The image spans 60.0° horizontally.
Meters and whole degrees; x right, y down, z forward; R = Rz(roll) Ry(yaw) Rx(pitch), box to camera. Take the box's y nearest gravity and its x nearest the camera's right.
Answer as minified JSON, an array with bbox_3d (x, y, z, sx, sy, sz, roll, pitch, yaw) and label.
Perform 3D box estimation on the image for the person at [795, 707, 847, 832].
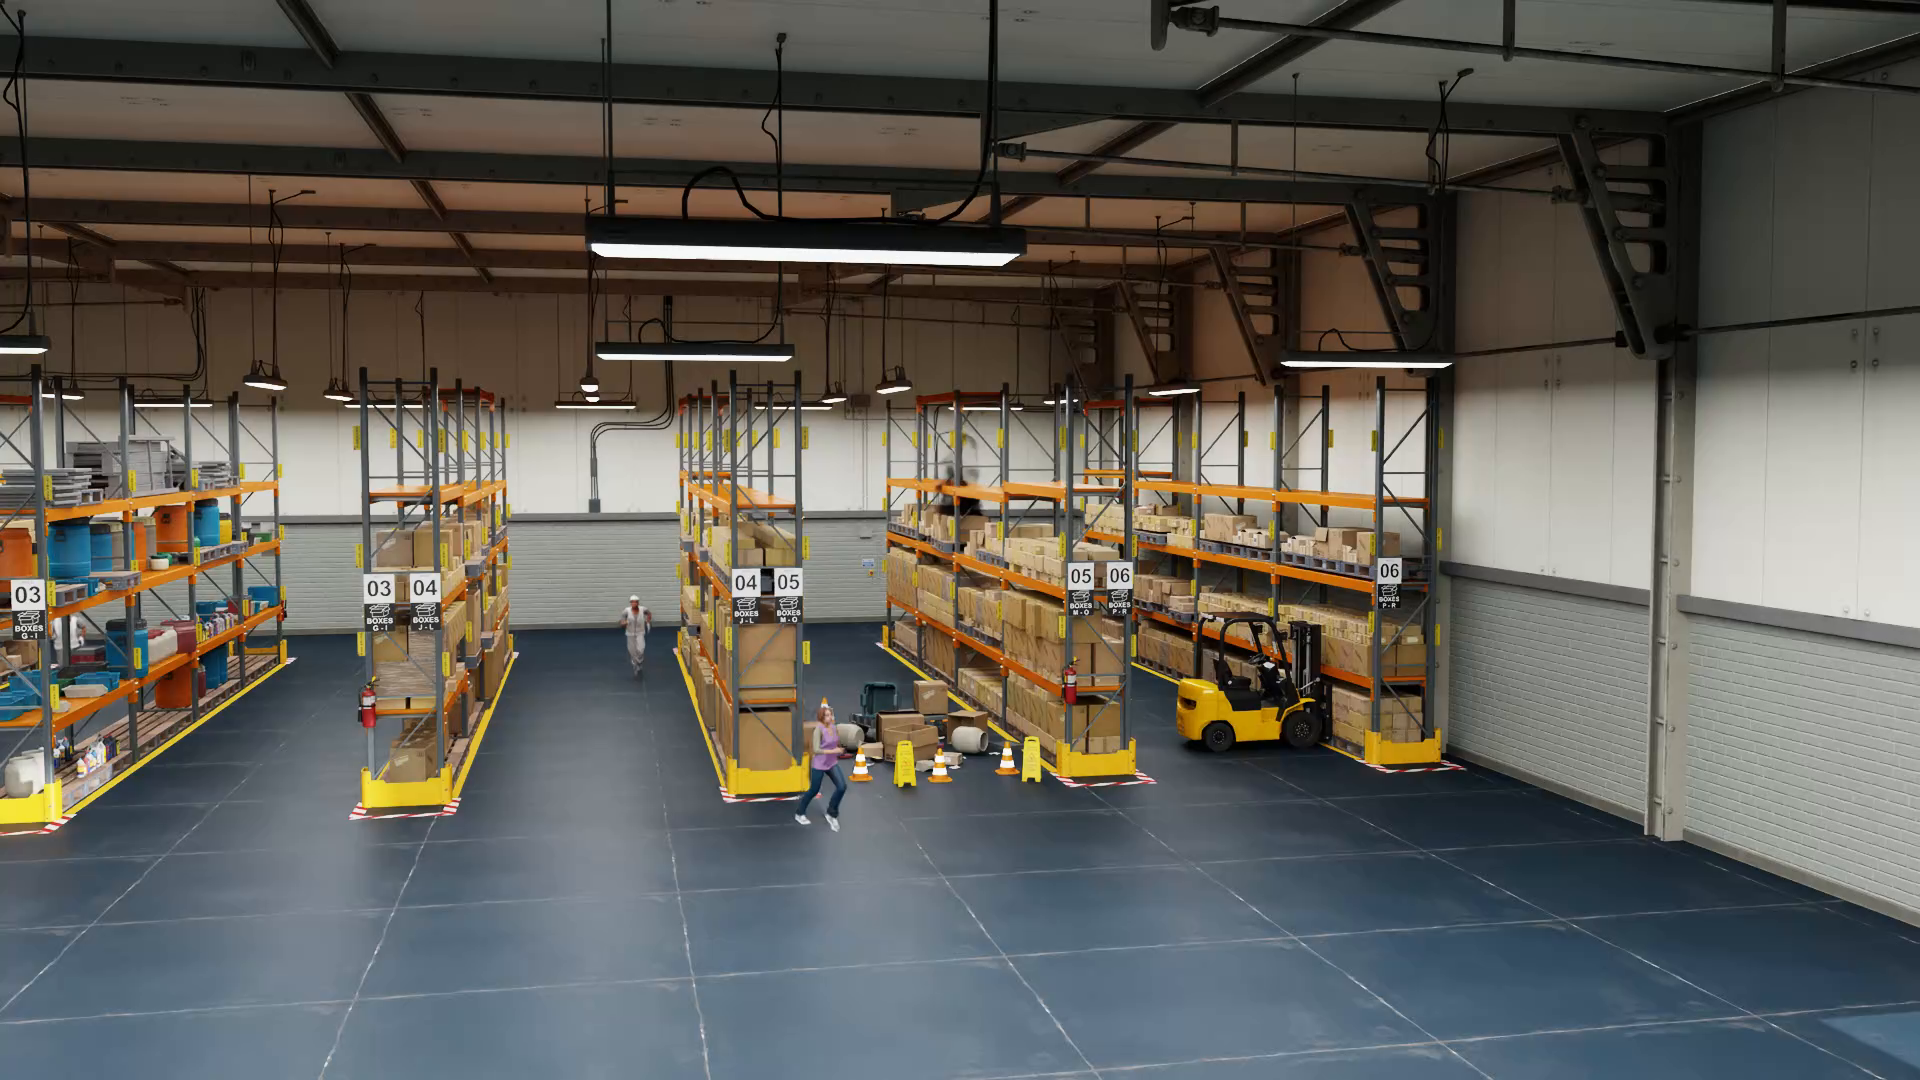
[{"bbox_3d":[-1.745,2.931,21.364,0.822,1.613,0.550,3,4,40],"label":"person"}]

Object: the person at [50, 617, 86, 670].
[{"bbox_3d":[-17.514,2.159,32.579,0.672,1.820,0.893,-1,4,-20],"label":"person"}]

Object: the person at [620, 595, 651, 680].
[{"bbox_3d":[-6.806,2.041,34.914,0.620,1.783,0.829,0,3,-7],"label":"person"}]
